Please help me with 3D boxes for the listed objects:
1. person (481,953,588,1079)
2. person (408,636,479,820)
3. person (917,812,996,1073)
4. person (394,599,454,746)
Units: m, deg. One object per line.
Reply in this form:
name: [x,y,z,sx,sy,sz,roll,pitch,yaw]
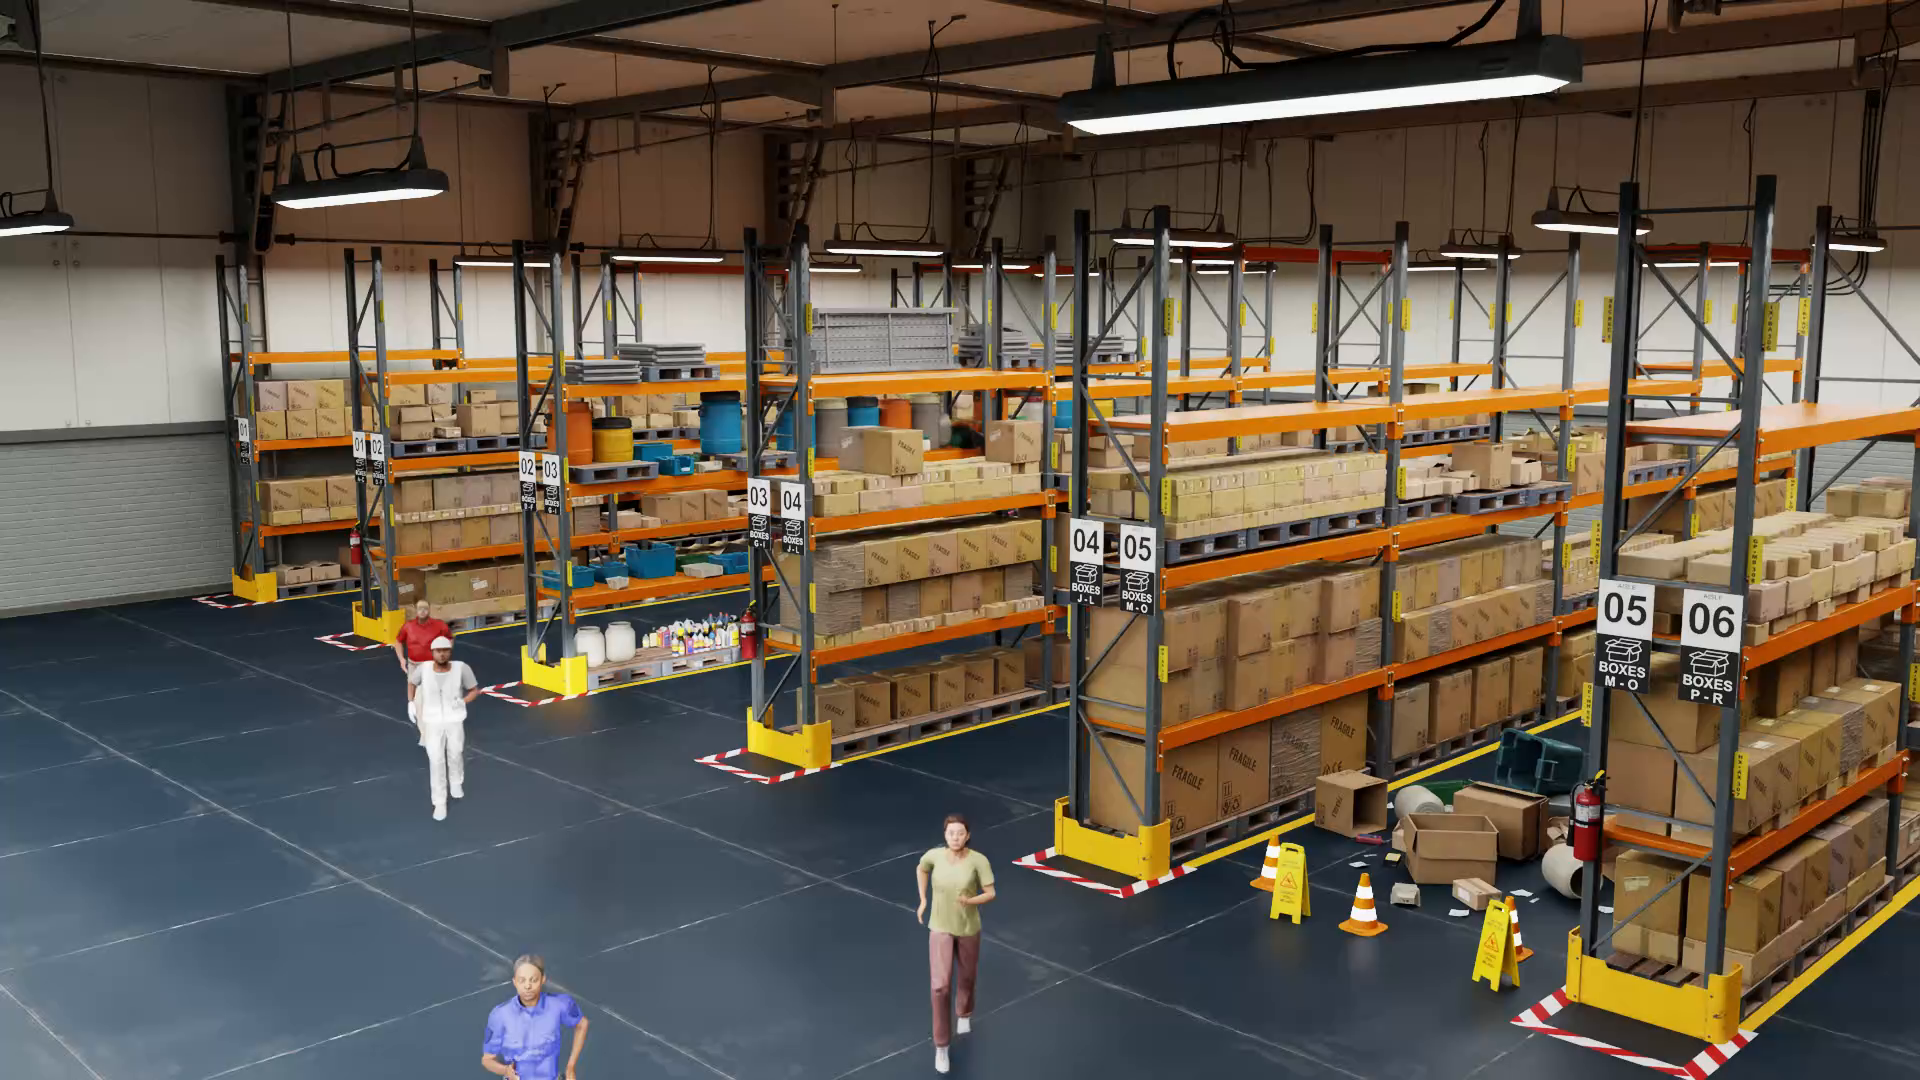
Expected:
person: [-2.311,3.090,9.065,0.554,1.702,0.693,-1,8,-9]
person: [-5.279,1.864,17.008,0.695,1.793,0.902,-2,8,-16]
person: [-0.028,2.771,11.497,0.549,1.625,0.727,0,8,0]
person: [-6.363,1.539,19.780,0.688,1.703,0.666,-2,8,-12]
